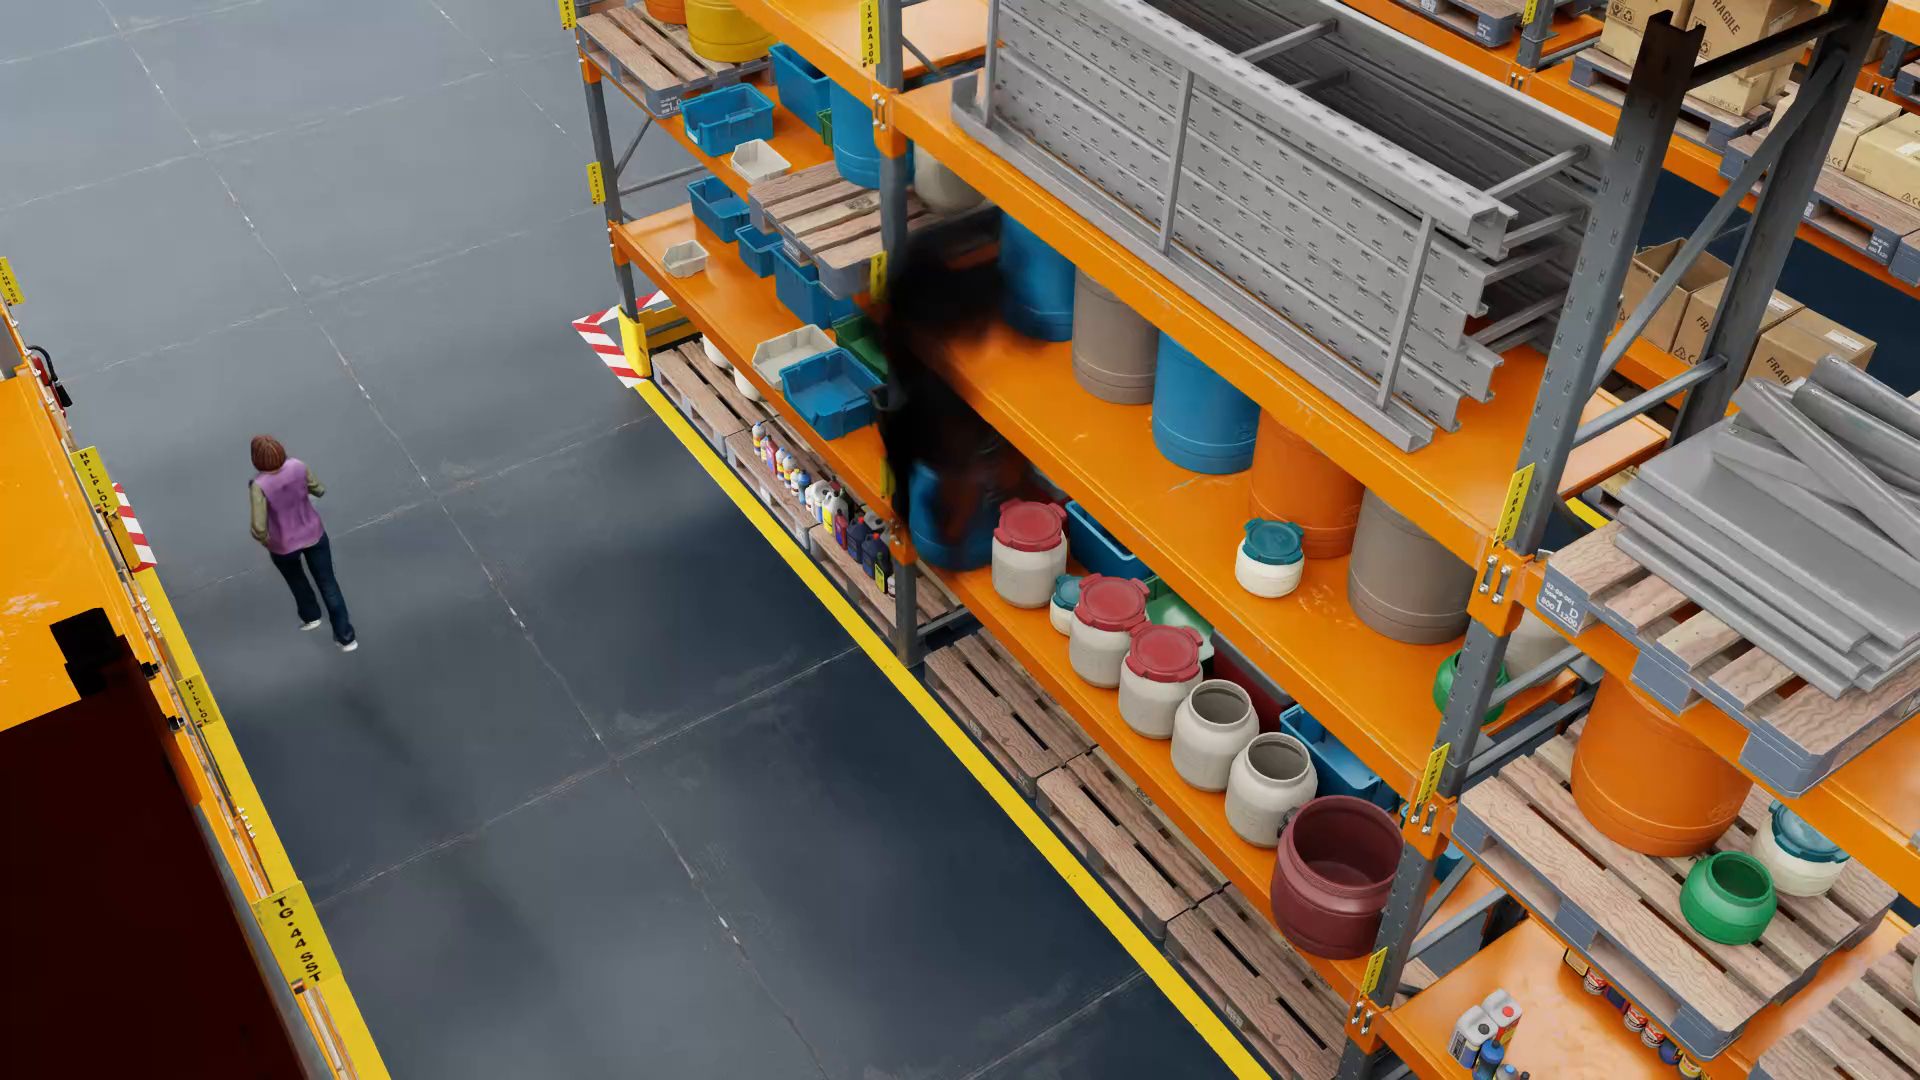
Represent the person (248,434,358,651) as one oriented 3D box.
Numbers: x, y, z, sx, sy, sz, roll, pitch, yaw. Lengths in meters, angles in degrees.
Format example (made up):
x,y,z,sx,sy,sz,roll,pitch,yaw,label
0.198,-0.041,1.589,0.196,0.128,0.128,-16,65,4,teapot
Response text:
x,y,z,sx,sy,sz,roll,pitch,yaw,label
-4.028,0.027,10.129,0.522,1.675,0.673,-28,50,-27,person
